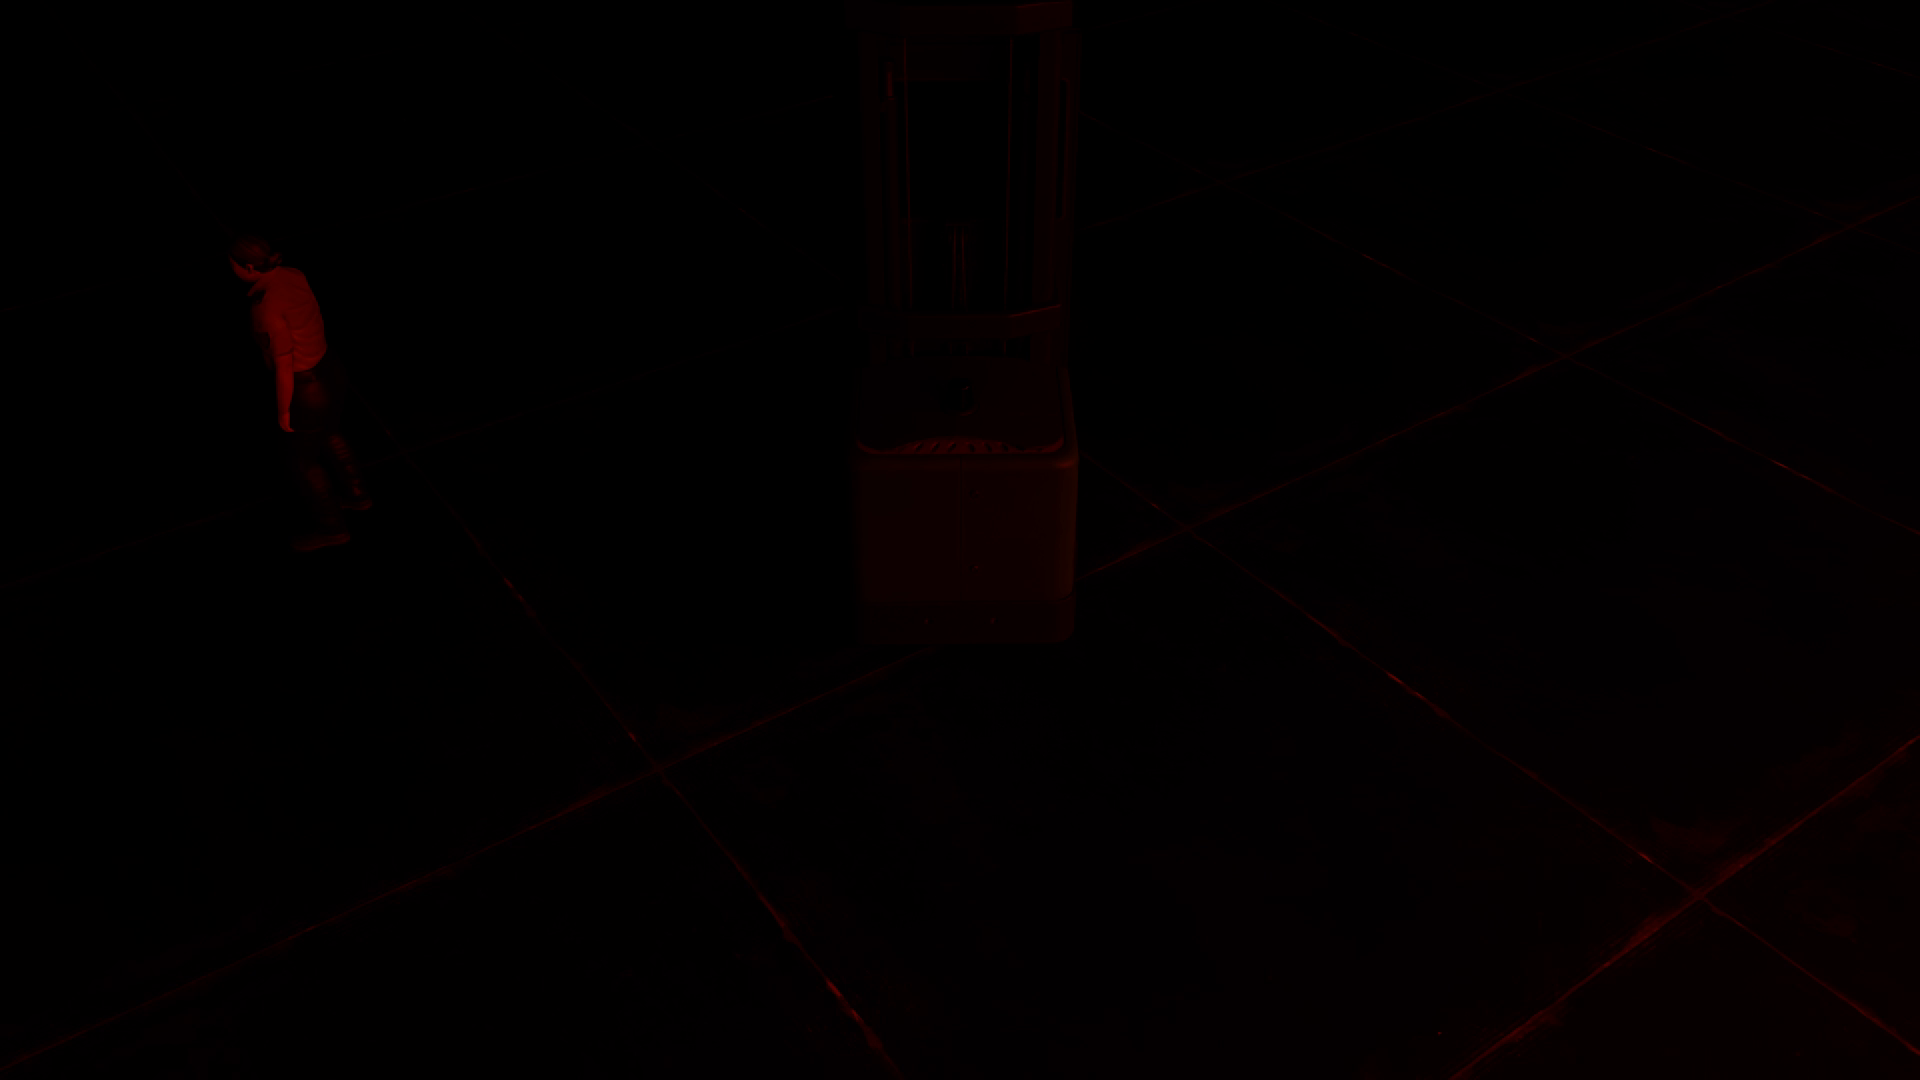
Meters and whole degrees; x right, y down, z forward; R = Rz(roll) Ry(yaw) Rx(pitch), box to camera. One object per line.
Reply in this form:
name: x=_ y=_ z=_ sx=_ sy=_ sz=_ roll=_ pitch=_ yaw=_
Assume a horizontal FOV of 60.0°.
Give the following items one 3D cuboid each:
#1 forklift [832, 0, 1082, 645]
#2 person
forklift: x=-0.018 y=-1.543 z=8.031 sx=1.130 sy=2.935 sz=3.031 roll=-1 pitch=36 yaw=-1
person: x=-3.178 y=-0.728 z=8.023 sx=0.380 sy=1.640 sz=0.529 roll=1 pitch=37 yaw=2
